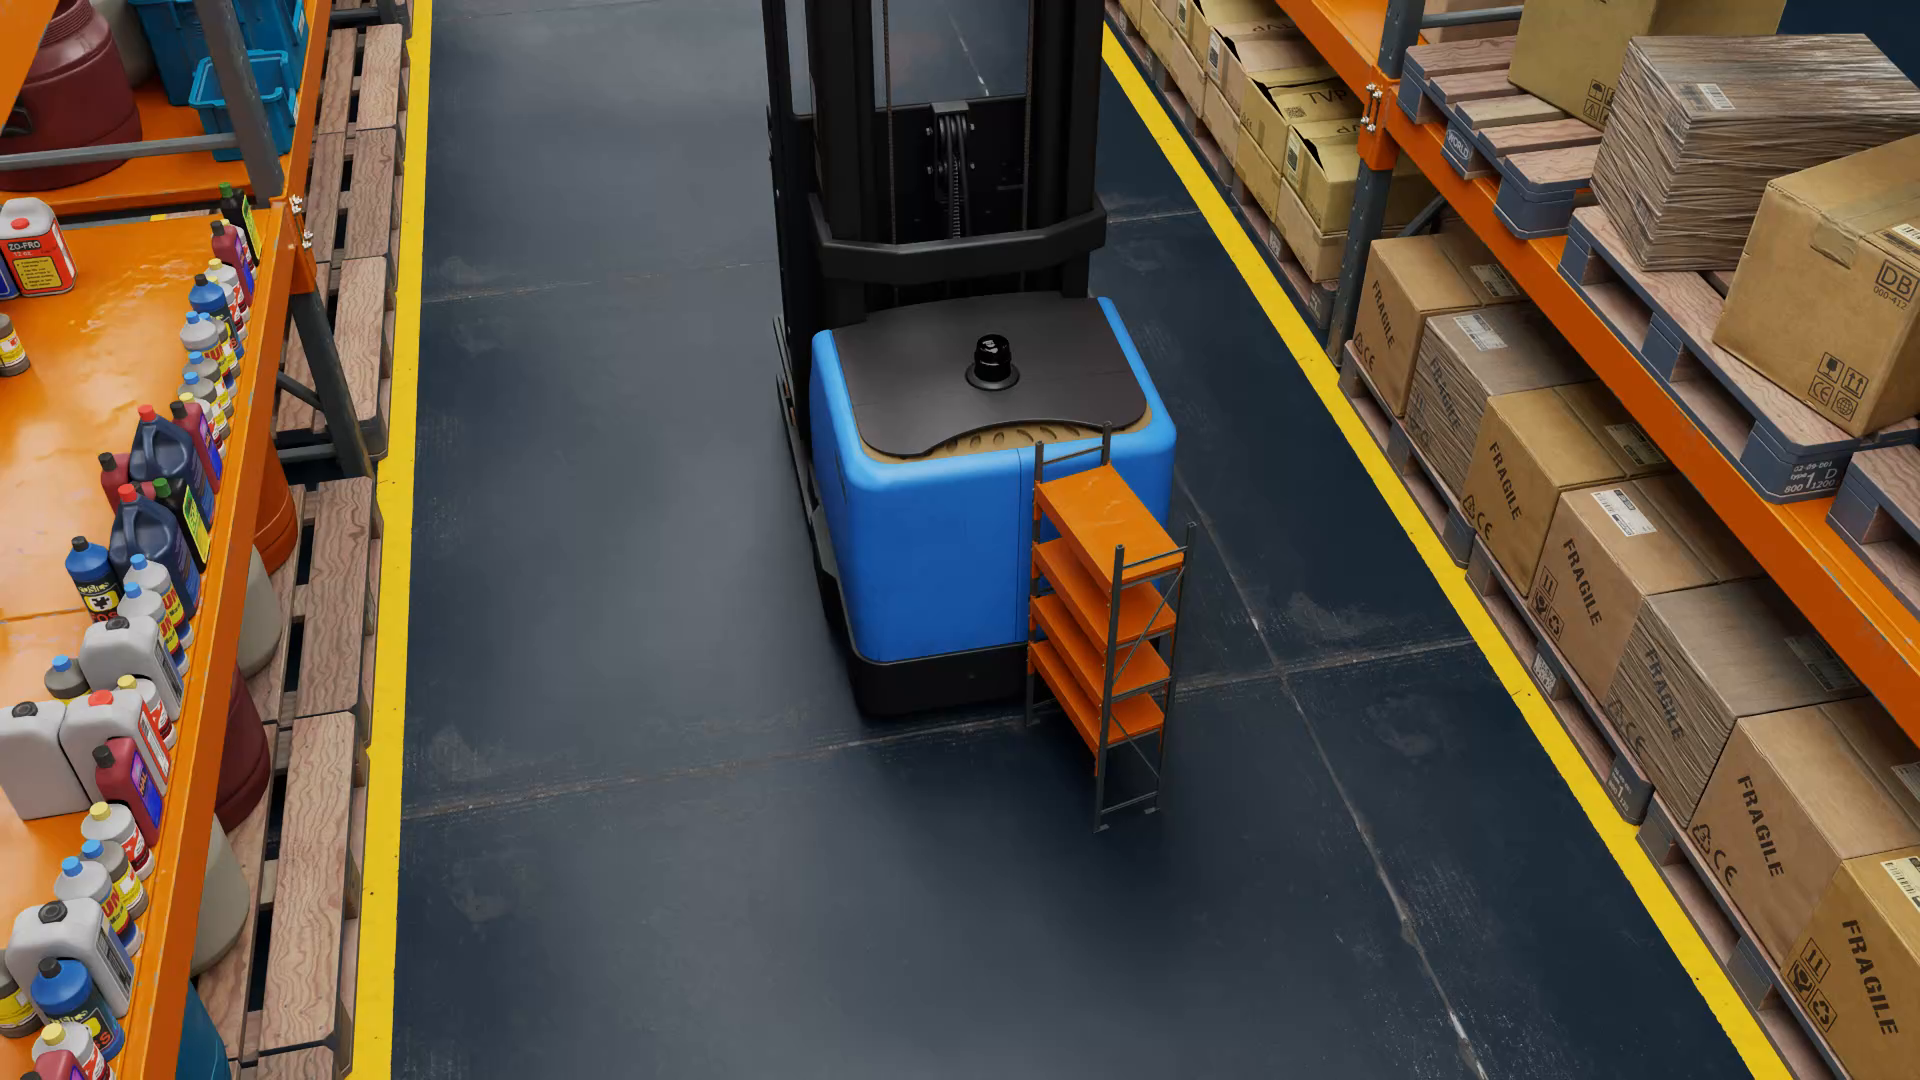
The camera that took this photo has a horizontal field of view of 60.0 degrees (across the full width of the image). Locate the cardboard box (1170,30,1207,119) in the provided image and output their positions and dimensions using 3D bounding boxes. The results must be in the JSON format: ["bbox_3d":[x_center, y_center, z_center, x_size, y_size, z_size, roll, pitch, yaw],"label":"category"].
[{"bbox_3d":[1.387,-2.385,8.433,0.500,0.250,0.500,-8,42,-8],"label":"cardboard box"}]

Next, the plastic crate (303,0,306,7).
[{"bbox_3d":[-2.814,-2.365,6.607,0.402,0.464,0.583,-8,42,-9],"label":"plastic crate"}]

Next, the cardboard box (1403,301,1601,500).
[{"bbox_3d":[2.011,-0.513,6.120,0.500,0.500,0.500,-10,43,-11],"label":"cardboard box"}]

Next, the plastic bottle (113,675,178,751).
[{"bbox_3d":[-1.827,0.383,3.709,0.097,0.201,0.097,0,42,0],"label":"plastic bottle"}]

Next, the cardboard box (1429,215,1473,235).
[{"bbox_3d":[2.247,-1.468,7.399,0.500,0.250,0.500,-8,42,-9],"label":"cardboard box"}]

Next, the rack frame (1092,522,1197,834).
[{"bbox_3d":[0.526,0.436,4.855,0.240,1.200,0.015,-16,44,-18],"label":"rack frame"}]

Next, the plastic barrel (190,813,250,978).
[{"bbox_3d":[-2.189,0.923,4.508,0.421,0.512,0.421,0,42,0],"label":"plastic barrel"}]

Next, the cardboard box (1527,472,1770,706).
[{"bbox_3d":[2.232,0.151,5.372,0.500,0.500,0.500,-10,43,-11],"label":"cardboard box"}]

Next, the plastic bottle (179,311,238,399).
[{"bbox_3d":[-2.120,-0.522,4.675,0.097,0.271,0.097,0,42,0],"label":"plastic bottle"}]

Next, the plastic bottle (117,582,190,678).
[{"bbox_3d":[-1.877,0.206,3.855,0.097,0.271,0.097,0,42,0],"label":"plastic bottle"}]

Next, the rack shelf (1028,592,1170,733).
[{"bbox_3d":[0.427,0.338,5.066,0.258,0.148,0.480,-16,44,-18],"label":"rack shelf"}]

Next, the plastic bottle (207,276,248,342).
[{"bbox_3d":[-2.183,-0.685,4.912,0.097,0.201,0.097,0,42,0],"label":"plastic bottle"}]

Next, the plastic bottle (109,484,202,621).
[{"bbox_3d":[-1.951,0.026,3.999,0.144,0.351,0.185,-8,42,-9],"label":"plastic bottle"}]

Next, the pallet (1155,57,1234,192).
[{"bbox_3d":[1.674,-2.243,8.618,1.003,0.211,1.213,-8,42,-9],"label":"pallet"}]

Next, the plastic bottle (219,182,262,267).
[{"bbox_3d":[-2.260,-1.005,5.211,0.061,0.283,0.133,-8,42,-9],"label":"plastic bottle"}]

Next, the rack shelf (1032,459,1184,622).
[{"bbox_3d":[0.427,-0.006,4.761,0.258,0.148,0.480,-16,44,-18],"label":"rack shelf"}]

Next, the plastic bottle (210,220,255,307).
[{"bbox_3d":[-2.211,-0.856,5.043,0.061,0.283,0.133,-8,42,-9],"label":"plastic bottle"}]

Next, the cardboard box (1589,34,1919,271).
[{"bbox_3d":[2.330,-1.140,4.883,0.700,0.500,0.500,-1,42,-1],"label":"cardboard box"}]

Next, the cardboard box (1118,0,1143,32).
[{"bbox_3d":[1.164,-3.051,9.182,0.500,0.250,0.500,-7,42,-8],"label":"cardboard box"}]

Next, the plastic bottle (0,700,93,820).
[{"bbox_3d":[-1.977,0.456,3.570,0.152,0.276,0.135,-8,42,-9],"label":"plastic bottle"}]

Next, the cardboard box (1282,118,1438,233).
[{"bbox_3d":[1.720,-1.600,7.126,0.500,0.311,0.500,-7,42,-8],"label":"cardboard box"}]

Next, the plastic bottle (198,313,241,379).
[{"bbox_3d":[-2.141,-0.559,4.769,0.097,0.201,0.097,0,42,0],"label":"plastic bottle"}]

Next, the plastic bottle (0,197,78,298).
[{"bbox_3d":[-2.838,-0.899,5.096,0.152,0.276,0.135,-8,42,-9],"label":"plastic bottle"}]

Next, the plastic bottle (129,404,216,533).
[{"bbox_3d":[-2.020,-0.181,4.231,0.144,0.351,0.185,-8,42,-9],"label":"plastic bottle"}]

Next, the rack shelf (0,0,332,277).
[{"bbox_3d":[-3.196,-2.278,7.098,1.077,0.370,4.000,-8,42,-9],"label":"rack shelf"}]

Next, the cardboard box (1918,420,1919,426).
[{"bbox_3d":[2.842,-0.335,3.976,0.700,0.500,0.500,-2,42,-2],"label":"cardboard box"}]

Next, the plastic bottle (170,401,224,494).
[{"bbox_3d":[-2.014,-0.265,4.376,0.061,0.283,0.133,-8,42,-9],"label":"plastic bottle"}]

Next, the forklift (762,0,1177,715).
[{"bbox_3d":[-0.131,-1.505,5.738,1.130,2.935,3.031,-8,42,-9],"label":"forklift"}]

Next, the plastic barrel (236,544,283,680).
[{"bbox_3d":[-2.433,0.191,5.333,0.421,0.512,0.421,0,42,0],"label":"plastic barrel"}]

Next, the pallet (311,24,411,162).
[{"bbox_3d":[-3.420,-2.297,8.678,1.003,0.211,1.213,-8,42,-9],"label":"pallet"}]

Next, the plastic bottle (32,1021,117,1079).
[{"bbox_3d":[-1.635,0.959,3.059,0.097,0.201,0.097,0,42,0],"label":"plastic bottle"}]

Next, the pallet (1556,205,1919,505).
[{"bbox_3d":[2.497,-0.626,4.840,1.003,0.211,1.213,-8,42,-9],"label":"pallet"}]

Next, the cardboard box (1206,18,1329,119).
[{"bbox_3d":[1.495,-2.264,7.873,0.500,0.311,0.500,-9,42,-10],"label":"cardboard box"}]

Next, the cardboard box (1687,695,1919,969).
[{"bbox_3d":[2.452,0.805,4.635,0.500,0.500,0.500,-8,42,-9],"label":"cardboard box"}]

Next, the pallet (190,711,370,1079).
[{"bbox_3d":[-2.294,1.087,4.867,1.003,0.211,1.213,-8,42,-9],"label":"pallet"}]

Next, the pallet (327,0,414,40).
[{"bbox_3d":[-3.732,-3.242,9.743,1.003,0.211,1.213,-8,42,-9],"label":"pallet"}]

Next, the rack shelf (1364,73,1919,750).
[{"bbox_3d":[2.505,-0.392,4.974,1.077,0.370,4.000,-8,42,-9],"label":"rack shelf"}]

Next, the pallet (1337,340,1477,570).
[{"bbox_3d":[2.197,-0.425,6.570,1.003,0.211,1.213,-8,42,-9],"label":"pallet"}]

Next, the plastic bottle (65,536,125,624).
[{"bbox_3d":[-2.060,0.101,3.974,0.097,0.271,0.097,0,42,0],"label":"plastic bottle"}]

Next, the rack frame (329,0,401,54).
[{"bbox_3d":[-3.628,-3.843,8.320,1.000,3.000,0.127,-8,42,-9],"label":"rack frame"}]

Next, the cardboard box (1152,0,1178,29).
[{"bbox_3d":[1.271,-2.925,8.618,0.500,0.311,0.500,-10,43,-11],"label":"cardboard box"}]

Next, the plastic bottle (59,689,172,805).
[{"bbox_3d":[-1.829,0.434,3.595,0.152,0.276,0.135,-8,42,-9],"label":"plastic bottle"}]

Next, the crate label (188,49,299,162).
[{"bbox_3d":[-2.489,-1.514,5.823,0.303,0.233,0.416,-8,42,-9],"label":"crate label"}]

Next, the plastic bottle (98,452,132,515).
[{"bbox_3d":[-2.115,-0.124,4.218,0.061,0.283,0.133,-8,42,-9],"label":"plastic bottle"}]

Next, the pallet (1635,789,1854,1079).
[{"bbox_3d":[2.724,1.156,4.788,1.003,0.211,1.213,-8,42,-9],"label":"pallet"}]

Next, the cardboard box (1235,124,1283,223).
[{"bbox_3d":[1.607,-1.726,7.690,0.500,0.250,0.500,-9,42,-10],"label":"cardboard box"}]

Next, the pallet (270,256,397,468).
[{"bbox_3d":[-2.894,-0.715,6.897,1.003,0.211,1.213,-8,42,-9],"label":"pallet"}]

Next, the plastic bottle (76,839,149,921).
[{"bbox_3d":[-1.727,0.683,3.371,0.097,0.201,0.097,0,42,0],"label":"plastic bottle"}]

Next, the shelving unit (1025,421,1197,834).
[{"bbox_3d":[0.427,0.288,5.022,0.258,1.200,0.503,-16,44,-18],"label":"shelving unit"}]

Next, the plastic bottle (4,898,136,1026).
[{"bbox_3d":[-1.708,0.797,3.186,0.152,0.276,0.135,-8,42,-9],"label":"plastic bottle"}]

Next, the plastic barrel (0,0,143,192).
[{"bbox_3d":[-3.160,-1.558,5.644,0.600,0.536,0.708,-8,42,-9],"label":"plastic barrel"}]

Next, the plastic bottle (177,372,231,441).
[{"bbox_3d":[-2.078,-0.369,4.556,0.097,0.201,0.097,0,42,0],"label":"plastic bottle"}]
